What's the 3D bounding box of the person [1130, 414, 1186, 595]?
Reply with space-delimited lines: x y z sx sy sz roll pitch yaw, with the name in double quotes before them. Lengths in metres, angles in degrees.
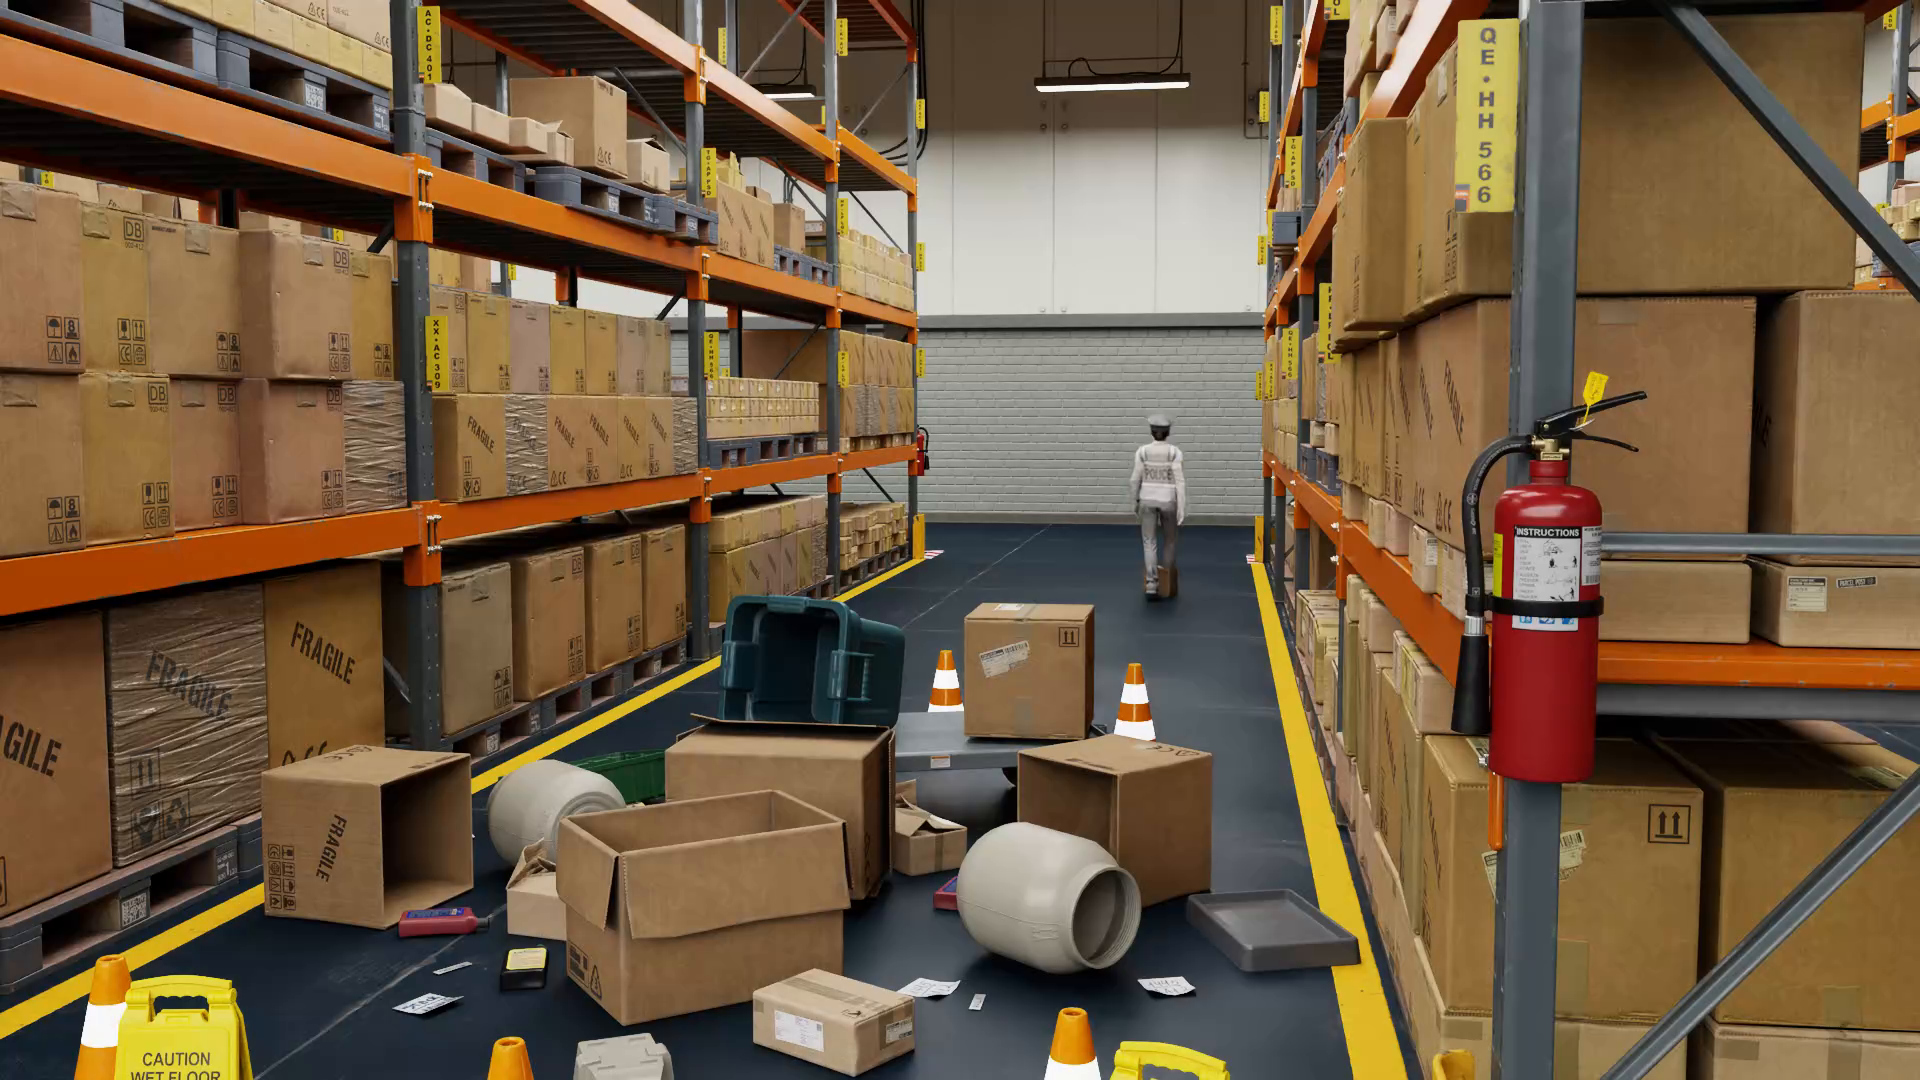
"person" 1.817 -0.341 15.278 0.509 1.639 0.931 1 5 7
